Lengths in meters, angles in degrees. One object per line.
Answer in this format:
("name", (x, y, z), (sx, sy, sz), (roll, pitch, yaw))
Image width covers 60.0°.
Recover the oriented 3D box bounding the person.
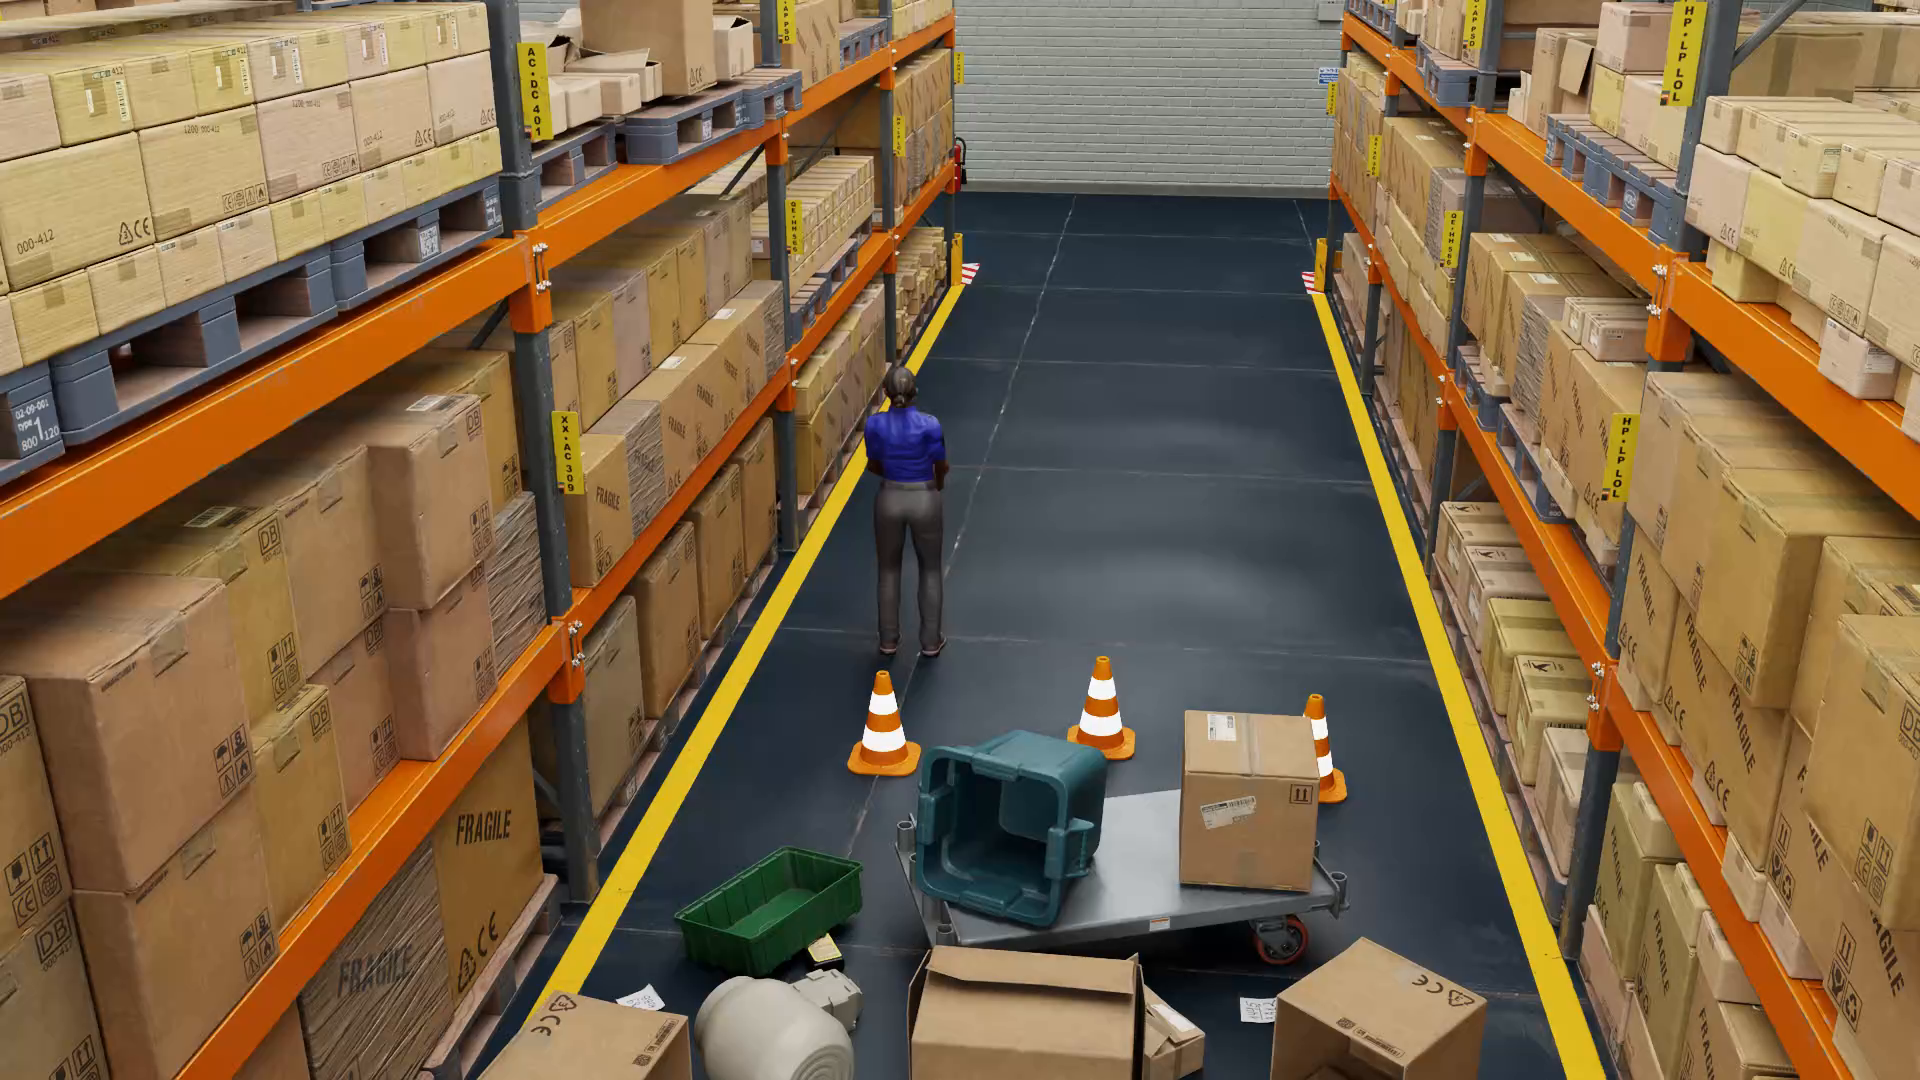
("person", (-0.275, -0.188, 9.086), (0.448, 1.646, 0.514), (2, 21, 6))
